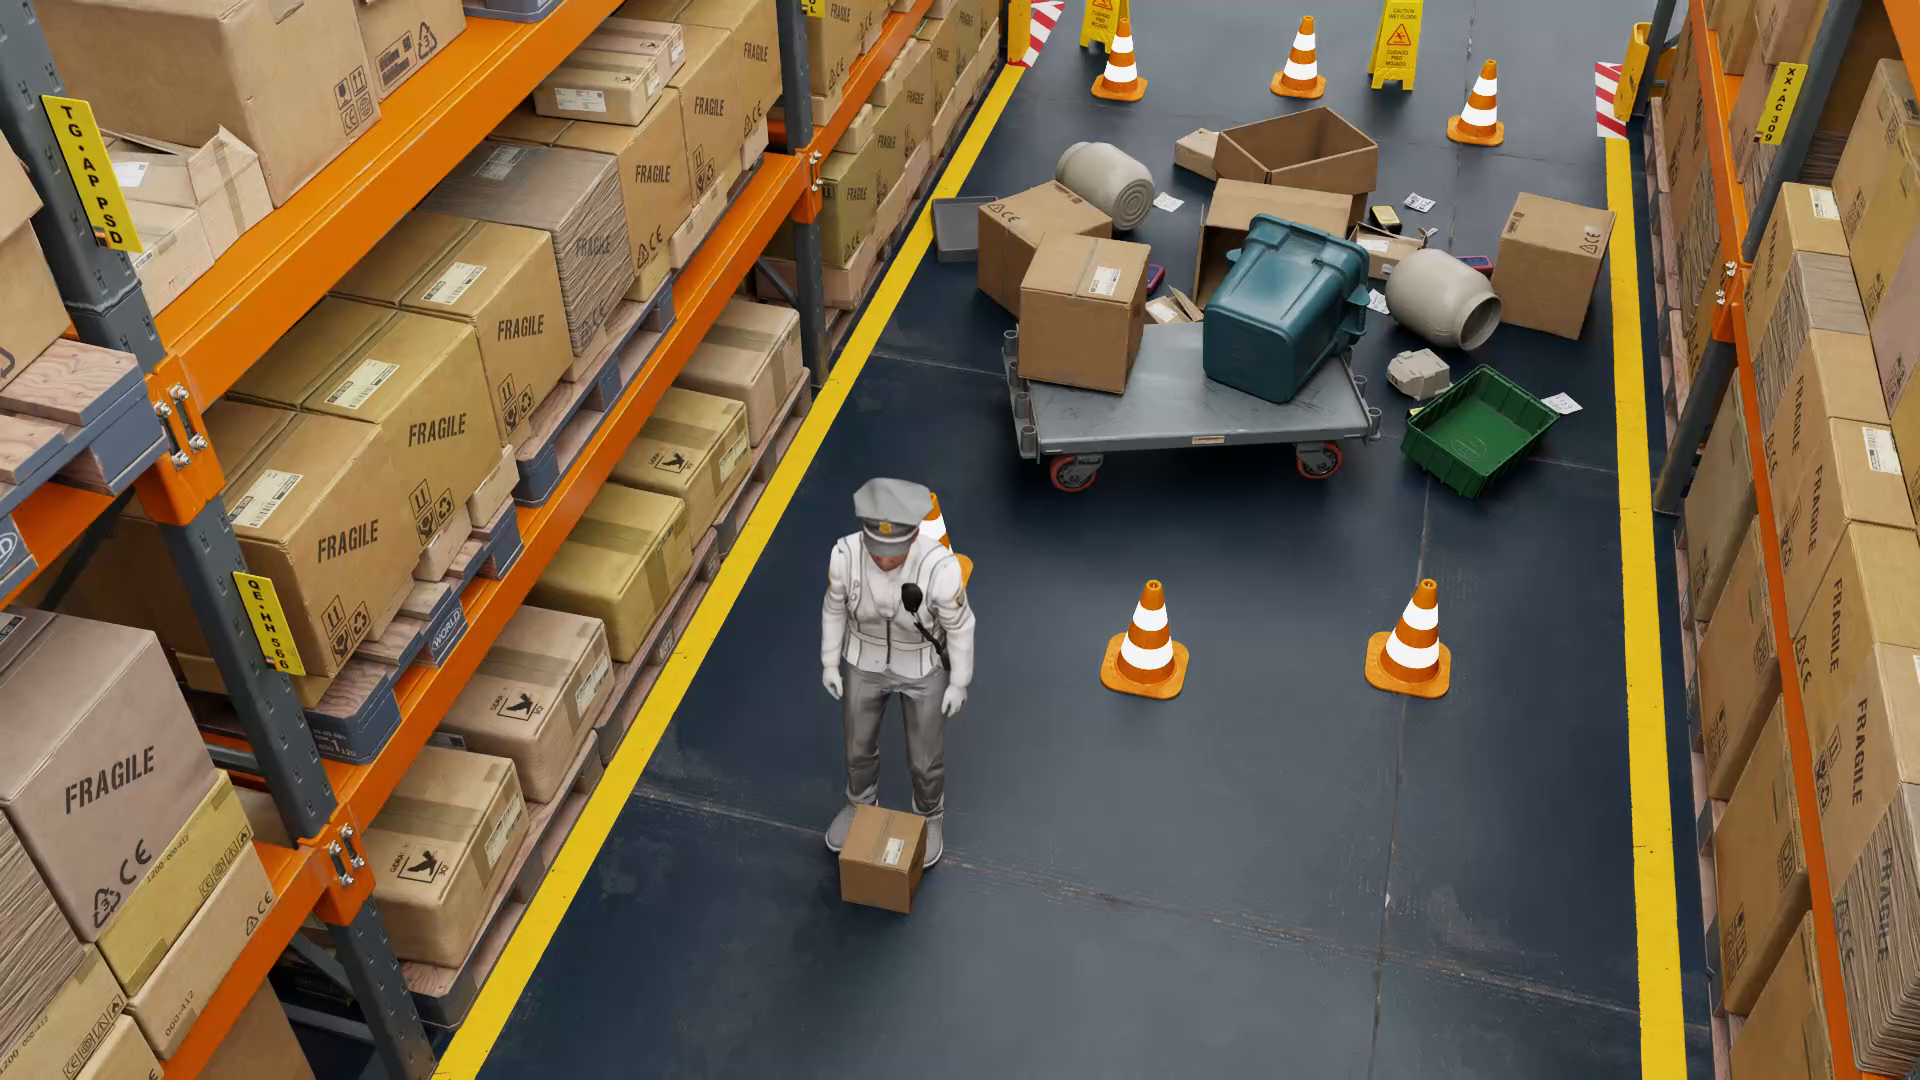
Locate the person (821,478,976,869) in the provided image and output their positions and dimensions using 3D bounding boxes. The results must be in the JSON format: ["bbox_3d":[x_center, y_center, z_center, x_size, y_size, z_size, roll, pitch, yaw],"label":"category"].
[{"bbox_3d":[-0.216,0.451,5.645,0.526,1.659,0.374,8,42,9],"label":"person"}]
